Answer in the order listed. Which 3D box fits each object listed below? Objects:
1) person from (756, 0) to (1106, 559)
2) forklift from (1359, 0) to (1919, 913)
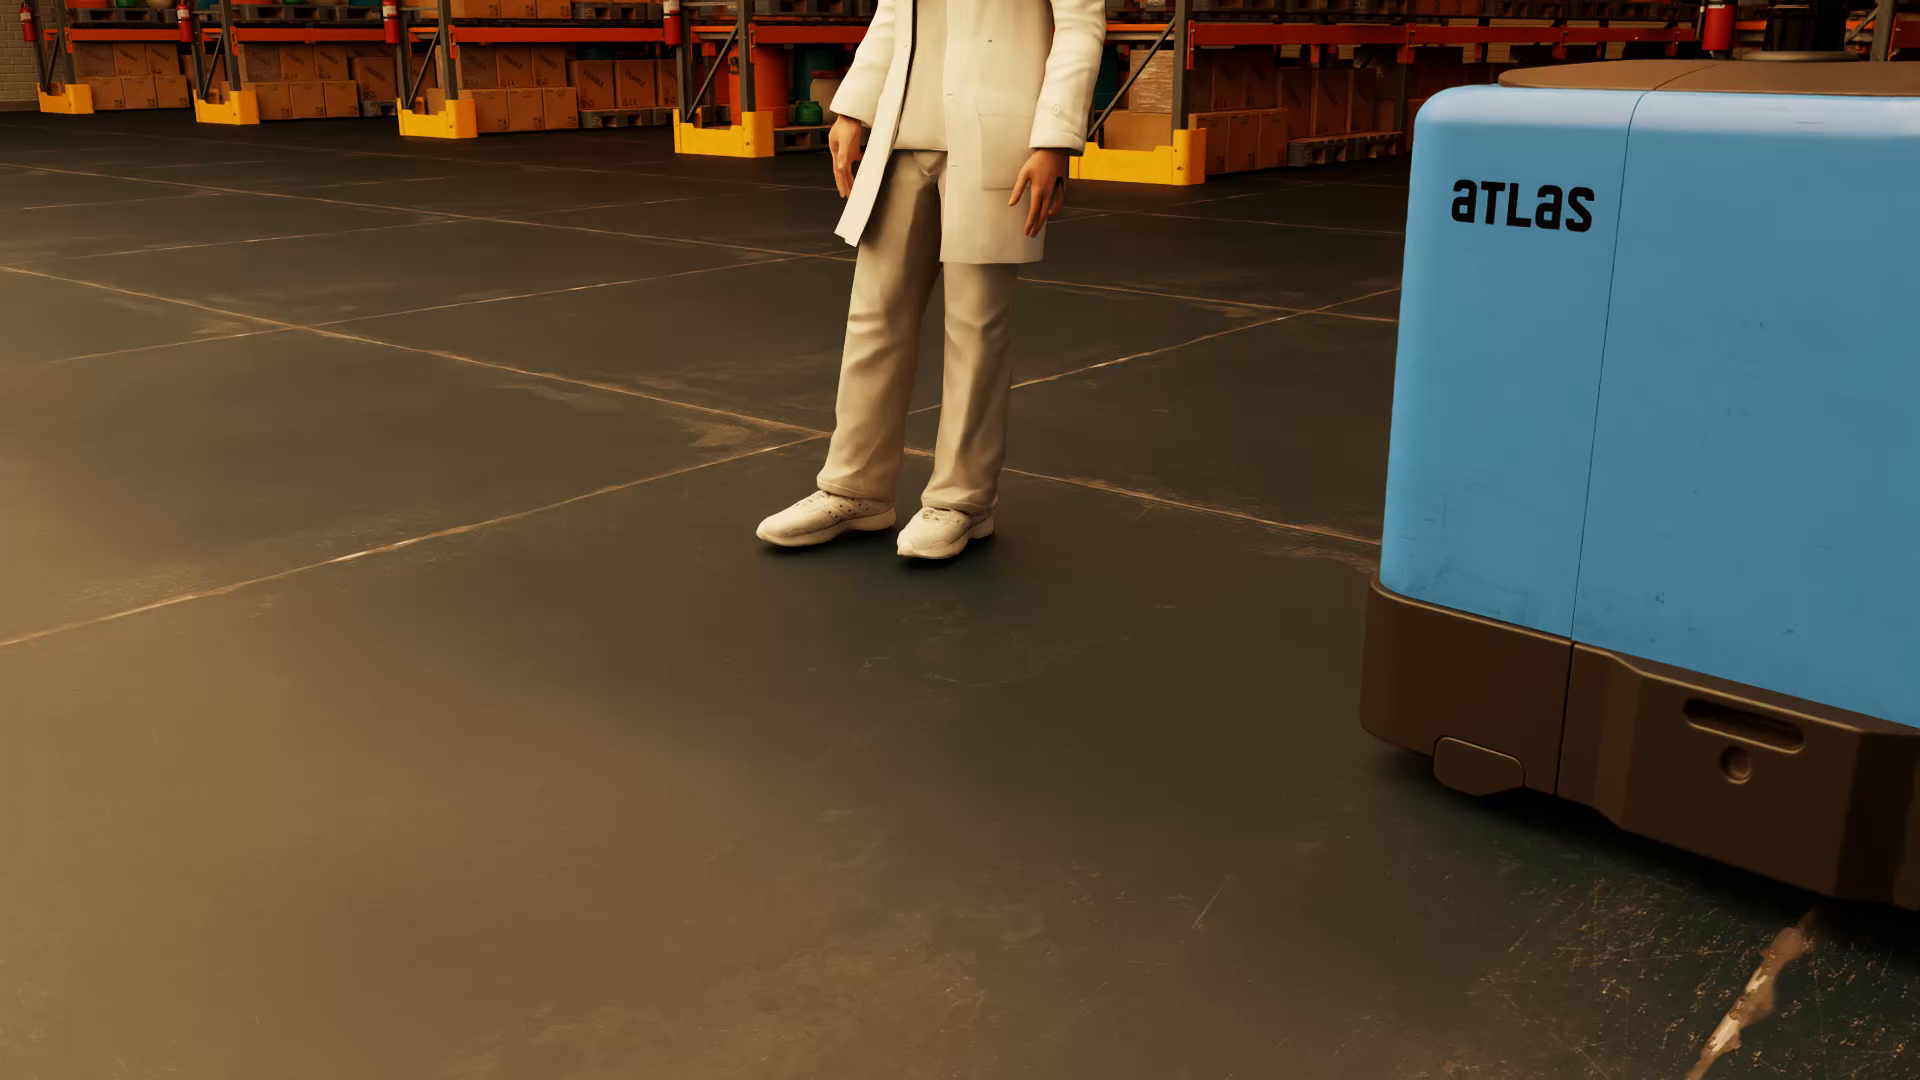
[{"bbox_3d":[-0.061,-0.838,3.617,0.698,1.776,0.580,13,21,37],"label":"person"},{"bbox_3d":[2.053,-0.832,1.636,3.031,2.935,1.130,16,23,42],"label":"forklift"}]
